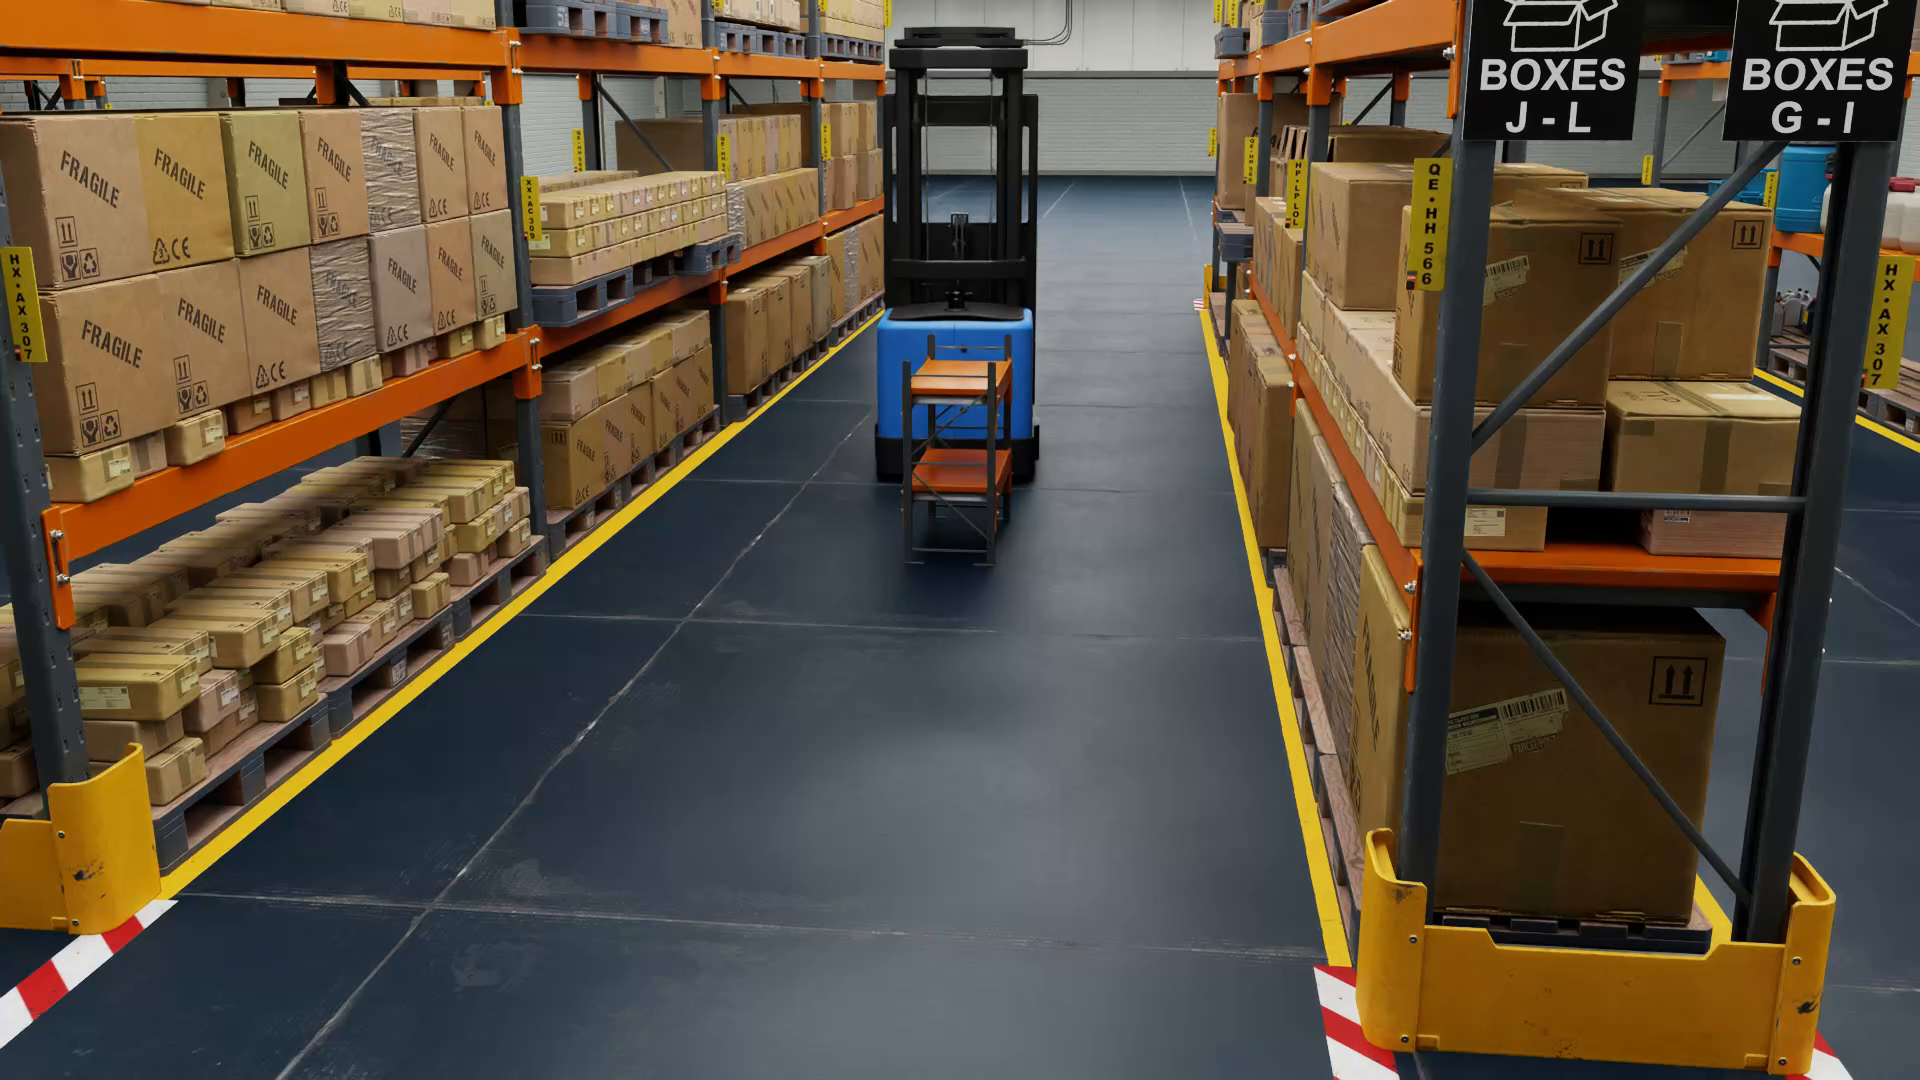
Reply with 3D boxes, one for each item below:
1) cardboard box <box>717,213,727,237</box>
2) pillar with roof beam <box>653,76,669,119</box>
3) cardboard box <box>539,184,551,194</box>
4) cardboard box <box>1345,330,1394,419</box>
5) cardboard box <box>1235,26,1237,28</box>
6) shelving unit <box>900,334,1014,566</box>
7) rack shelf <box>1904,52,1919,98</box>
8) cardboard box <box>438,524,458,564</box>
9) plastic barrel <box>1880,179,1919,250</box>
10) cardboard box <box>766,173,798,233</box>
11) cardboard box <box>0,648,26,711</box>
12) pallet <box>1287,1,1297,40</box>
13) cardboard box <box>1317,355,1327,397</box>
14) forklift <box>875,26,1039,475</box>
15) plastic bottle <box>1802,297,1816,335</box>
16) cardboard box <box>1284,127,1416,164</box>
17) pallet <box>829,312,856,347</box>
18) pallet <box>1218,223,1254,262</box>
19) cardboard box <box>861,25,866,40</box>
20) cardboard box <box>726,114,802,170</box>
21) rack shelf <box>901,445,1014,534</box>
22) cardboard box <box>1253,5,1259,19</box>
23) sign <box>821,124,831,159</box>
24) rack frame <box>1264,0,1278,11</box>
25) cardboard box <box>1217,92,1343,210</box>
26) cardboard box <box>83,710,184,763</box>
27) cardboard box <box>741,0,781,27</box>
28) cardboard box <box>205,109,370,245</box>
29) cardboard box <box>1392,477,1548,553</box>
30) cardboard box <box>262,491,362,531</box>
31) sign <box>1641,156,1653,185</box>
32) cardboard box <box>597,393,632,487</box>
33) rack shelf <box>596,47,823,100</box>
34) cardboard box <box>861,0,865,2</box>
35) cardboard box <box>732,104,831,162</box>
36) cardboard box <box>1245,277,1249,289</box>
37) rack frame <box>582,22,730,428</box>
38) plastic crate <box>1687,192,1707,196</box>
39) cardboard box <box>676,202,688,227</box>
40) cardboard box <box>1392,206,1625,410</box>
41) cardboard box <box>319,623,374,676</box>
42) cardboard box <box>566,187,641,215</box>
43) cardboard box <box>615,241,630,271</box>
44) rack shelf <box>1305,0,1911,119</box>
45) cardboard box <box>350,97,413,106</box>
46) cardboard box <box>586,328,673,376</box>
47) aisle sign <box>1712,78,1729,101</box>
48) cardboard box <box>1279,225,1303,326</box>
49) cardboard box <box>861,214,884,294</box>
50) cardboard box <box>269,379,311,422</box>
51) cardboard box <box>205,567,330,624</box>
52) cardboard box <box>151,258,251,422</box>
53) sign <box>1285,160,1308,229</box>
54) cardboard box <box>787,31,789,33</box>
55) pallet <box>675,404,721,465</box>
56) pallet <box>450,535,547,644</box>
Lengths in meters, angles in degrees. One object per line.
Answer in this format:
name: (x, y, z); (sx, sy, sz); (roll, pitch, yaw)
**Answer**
cardboard box: (-1.900, -2.281, 12.027); (0.380, 0.149, 0.250); (2, 15, 7)
pillar with roof beam: (-4.572, -15.076, 48.178); (9.100, 9.000, 0.400); (2, 15, 6)
cardboard box: (-2.754, -2.120, 10.292); (0.380, 0.149, 0.250); (1, 15, 4)
cardboard box: (1.619, -0.562, 5.710); (0.500, 0.250, 0.500); (1, 15, 4)
cardboard box: (2.880, -5.001, 16.187); (0.380, 0.149, 0.250); (1, 15, 3)
shelving unit: (-0.001, -0.541, 9.509); (0.538, 1.125, 1.048); (2, 15, 6)
rack shelf: (7.762, -3.642, 13.016); (1.077, 0.370, 4.000); (2, 15, 6)
cardboard box: (-2.629, 0.020, 7.927); (0.380, 0.149, 0.250); (2, 15, 7)
plastic barrel: (7.531, -2.581, 13.202); (0.433, 0.535, 0.433); (0, 15, 0)
cardboard box: (-1.757, -3.021, 14.896); (0.500, 0.500, 0.500); (2, 15, 7)
cardboard box: (-3.396, 0.476, 5.674); (0.380, 0.149, 0.250); (2, 15, 7)
pallet: (2.472, -3.067, 9.871); (1.003, 0.211, 1.213); (2, 15, 9)
cardboard box: (1.685, -0.672, 6.881); (0.380, 0.149, 0.250); (1, 15, 5)
forklift: (0.012, -2.173, 12.081); (1.130, 2.935, 3.031); (0, 15, 2)
plastic bottle: (8.348, -2.195, 16.265); (0.144, 0.351, 0.185); (2, 15, 6)
cardboard box: (2.441, -2.343, 10.466); (0.797, 0.503, 0.637); (2, 15, 8)
pallet: (-1.687, -2.227, 17.493); (1.003, 0.211, 1.213); (2, 15, 6)
pallet: (2.590, -2.264, 12.655); (1.213, 0.211, 1.003); (2, 15, 6)
cardboard box: (-1.243, -5.568, 18.244); (0.380, 0.149, 0.250); (2, 15, 7)
cardboard box: (-1.900, -3.780, 15.788); (0.700, 0.500, 0.500); (1, 15, 5)
rack shelf: (-0.001, -0.305, 9.573); (0.538, 0.278, 1.000); (2, 15, 6)
cardboard box: (2.468, -4.170, 12.443); (0.500, 0.500, 0.500); (2, 15, 6)
sign: (-1.310, -3.885, 16.218); (0.100, 0.325, 0.005); (2, 15, 6)
rack frame: (2.615, -5.064, 11.152); (1.000, 3.000, 0.127); (2, 15, 6)
cardboard box: (2.838, -3.496, 14.891); (1.000, 1.000, 1.000); (2, 15, 7)
cardboard box: (-2.890, 0.636, 5.652); (0.380, 0.149, 0.250); (2, 15, 9)
cardboard box: (-1.829, -4.573, 14.255); (0.500, 0.311, 0.500); (1, 15, 4)
cardboard box: (-2.704, -1.447, 6.588); (0.500, 0.500, 0.500); (1, 15, 4)
cardboard box: (1.426, -0.074, 4.671); (0.380, 0.149, 0.250); (2, 15, 7)
cardboard box: (-3.074, -0.129, 7.909); (0.380, 0.149, 0.250); (1, 15, 5)
sign: (7.893, -4.248, 19.096); (0.100, 0.325, 0.005); (2, 15, 6)
cardboard box: (-2.348, -0.620, 10.194); (0.500, 0.500, 0.500); (2, 15, 9)
rack shelf: (-2.076, -3.960, 14.192); (1.077, 0.370, 4.000); (2, 15, 6)
cardboard box: (-1.243, -5.951, 18.135); (0.380, 0.149, 0.250); (1, 15, 5)
cardboard box: (-1.774, -4.066, 16.598); (0.875, 0.550, 0.550); (2, 15, 6)
cardboard box: (3.209, -2.453, 16.972); (0.500, 0.500, 0.500); (7, 17, 24)
rack frame: (-2.301, -2.341, 12.572); (1.000, 3.000, 0.127); (2, 15, 6)
plastic crate: (8.019, -3.747, 18.280); (0.298, 0.136, 0.250); (2, 15, 6)
cardboard box: (-2.019, -2.157, 11.000); (0.380, 0.149, 0.250); (2, 15, 6)
cardboard box: (1.507, -0.661, 4.640); (0.500, 0.500, 0.500); (2, 15, 7)
cardboard box: (-2.671, 0.452, 6.900); (0.380, 0.149, 0.250); (1, 15, 4)
cardboard box: (-2.136, -2.030, 9.962); (0.380, 0.149, 0.250); (2, 15, 6)
cardboard box: (-2.164, -1.675, 9.787); (0.380, 0.149, 0.250); (2, 15, 7)
rack shelf: (1.938, -1.713, 5.882); (1.077, 0.370, 4.000); (2, 15, 6)
cardboard box: (-6.352, -4.541, 18.033); (0.700, 0.500, 0.500); (1, 15, 5)
cardboard box: (-2.237, -1.251, 11.089); (0.500, 0.250, 0.500); (2, 15, 8)
aisle sign: (8.743, -5.362, 18.766); (0.394, 0.787, 0.004); (2, 15, 6)
cardboard box: (2.008, -1.437, 9.037); (0.500, 0.500, 0.500); (2, 15, 8)
cardboard box: (-1.410, -3.415, 19.810); (0.875, 0.875, 0.875); (2, 15, 7)
cardboard box: (-2.767, -0.558, 6.462); (0.380, 0.149, 0.250); (1, 15, 5)
cardboard box: (-2.754, 0.220, 6.621); (0.380, 0.149, 0.250); (2, 15, 8)
cardboard box: (-2.844, -0.706, 5.763); (0.500, 0.500, 0.500); (2, 15, 6)
sign: (1.624, -1.665, 8.007); (0.100, 0.325, 0.005); (2, 15, 6)
cardboard box: (-1.985, -5.390, 17.588); (0.380, 0.149, 0.250); (2, 15, 6)
pallet: (-2.391, -0.792, 12.186); (1.003, 0.211, 1.213); (2, 15, 6)
pallet: (-2.793, 0.218, 8.451); (1.003, 0.211, 1.213); (2, 15, 6)
